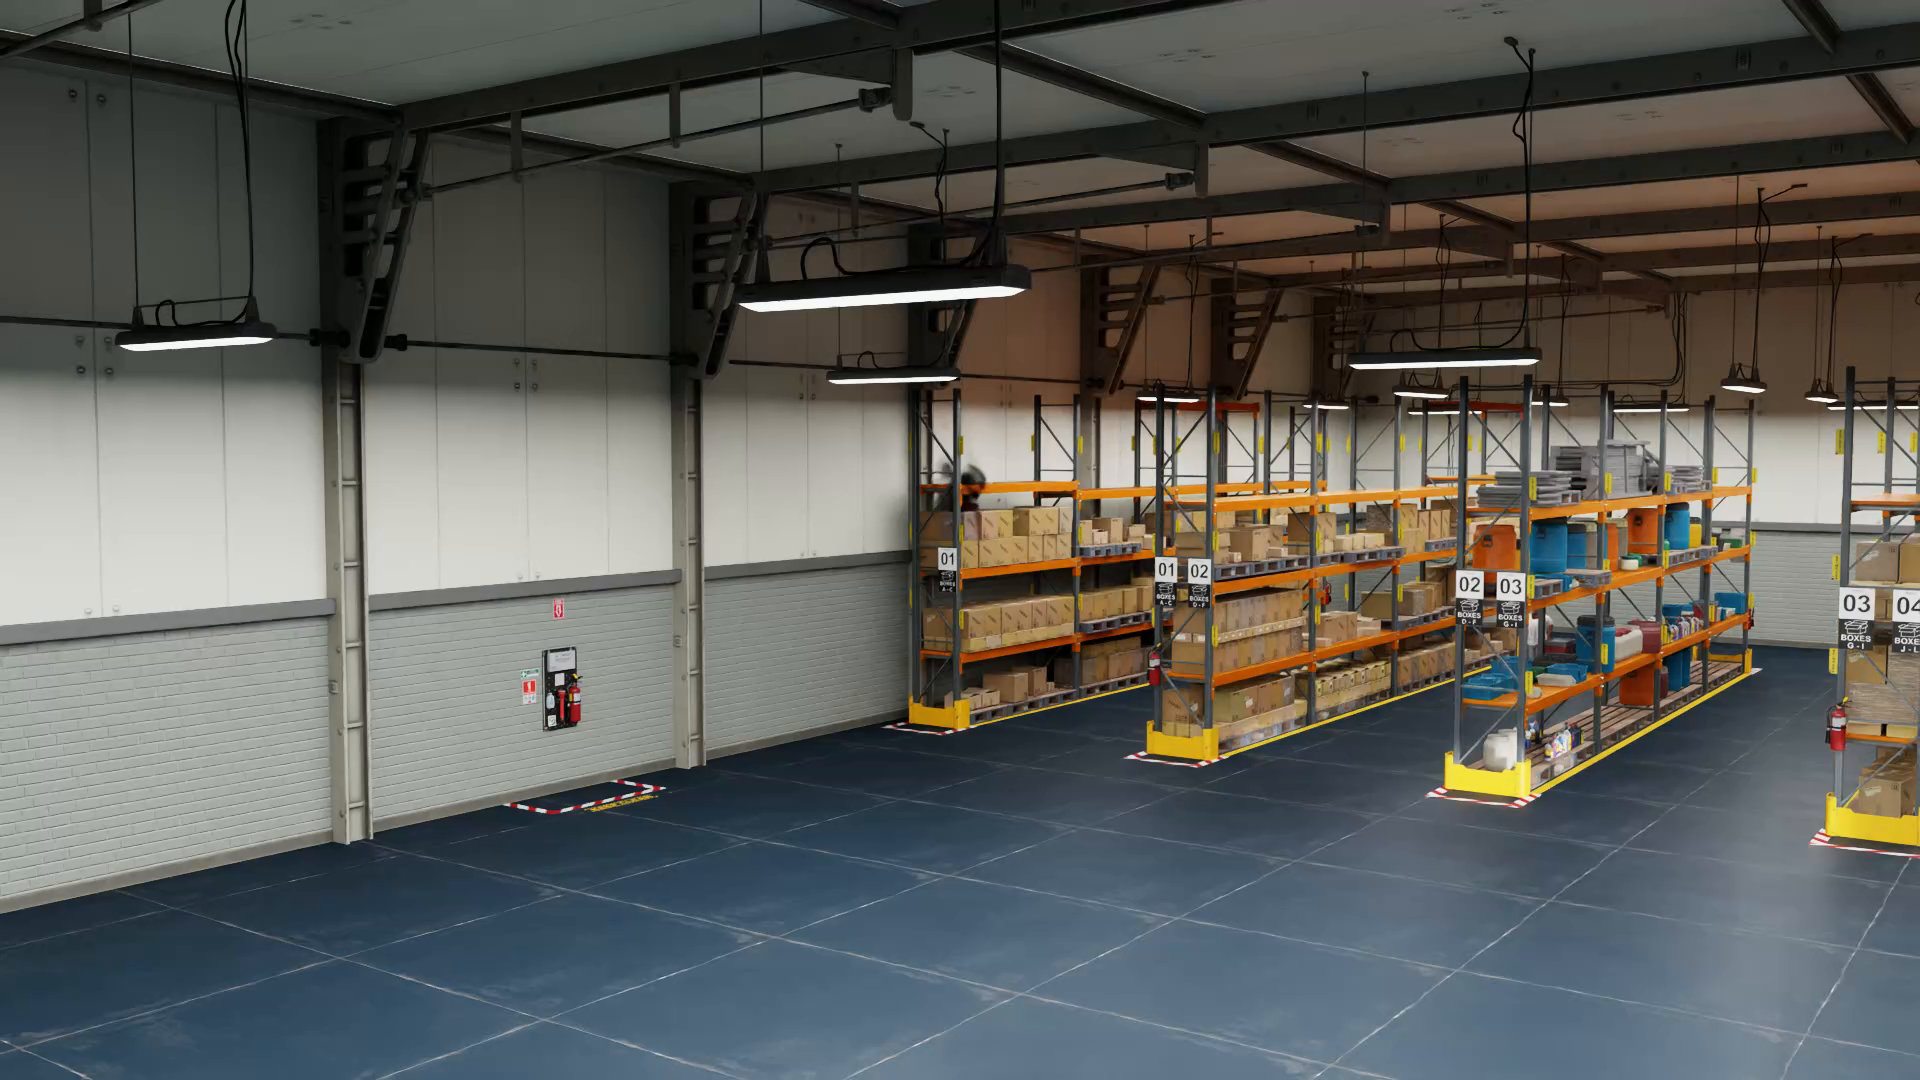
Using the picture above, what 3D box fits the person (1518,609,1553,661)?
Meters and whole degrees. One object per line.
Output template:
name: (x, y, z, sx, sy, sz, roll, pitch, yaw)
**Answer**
person: (11.853, 2.151, 34.276, 0.654, 1.781, 0.935, 1, 4, 24)
